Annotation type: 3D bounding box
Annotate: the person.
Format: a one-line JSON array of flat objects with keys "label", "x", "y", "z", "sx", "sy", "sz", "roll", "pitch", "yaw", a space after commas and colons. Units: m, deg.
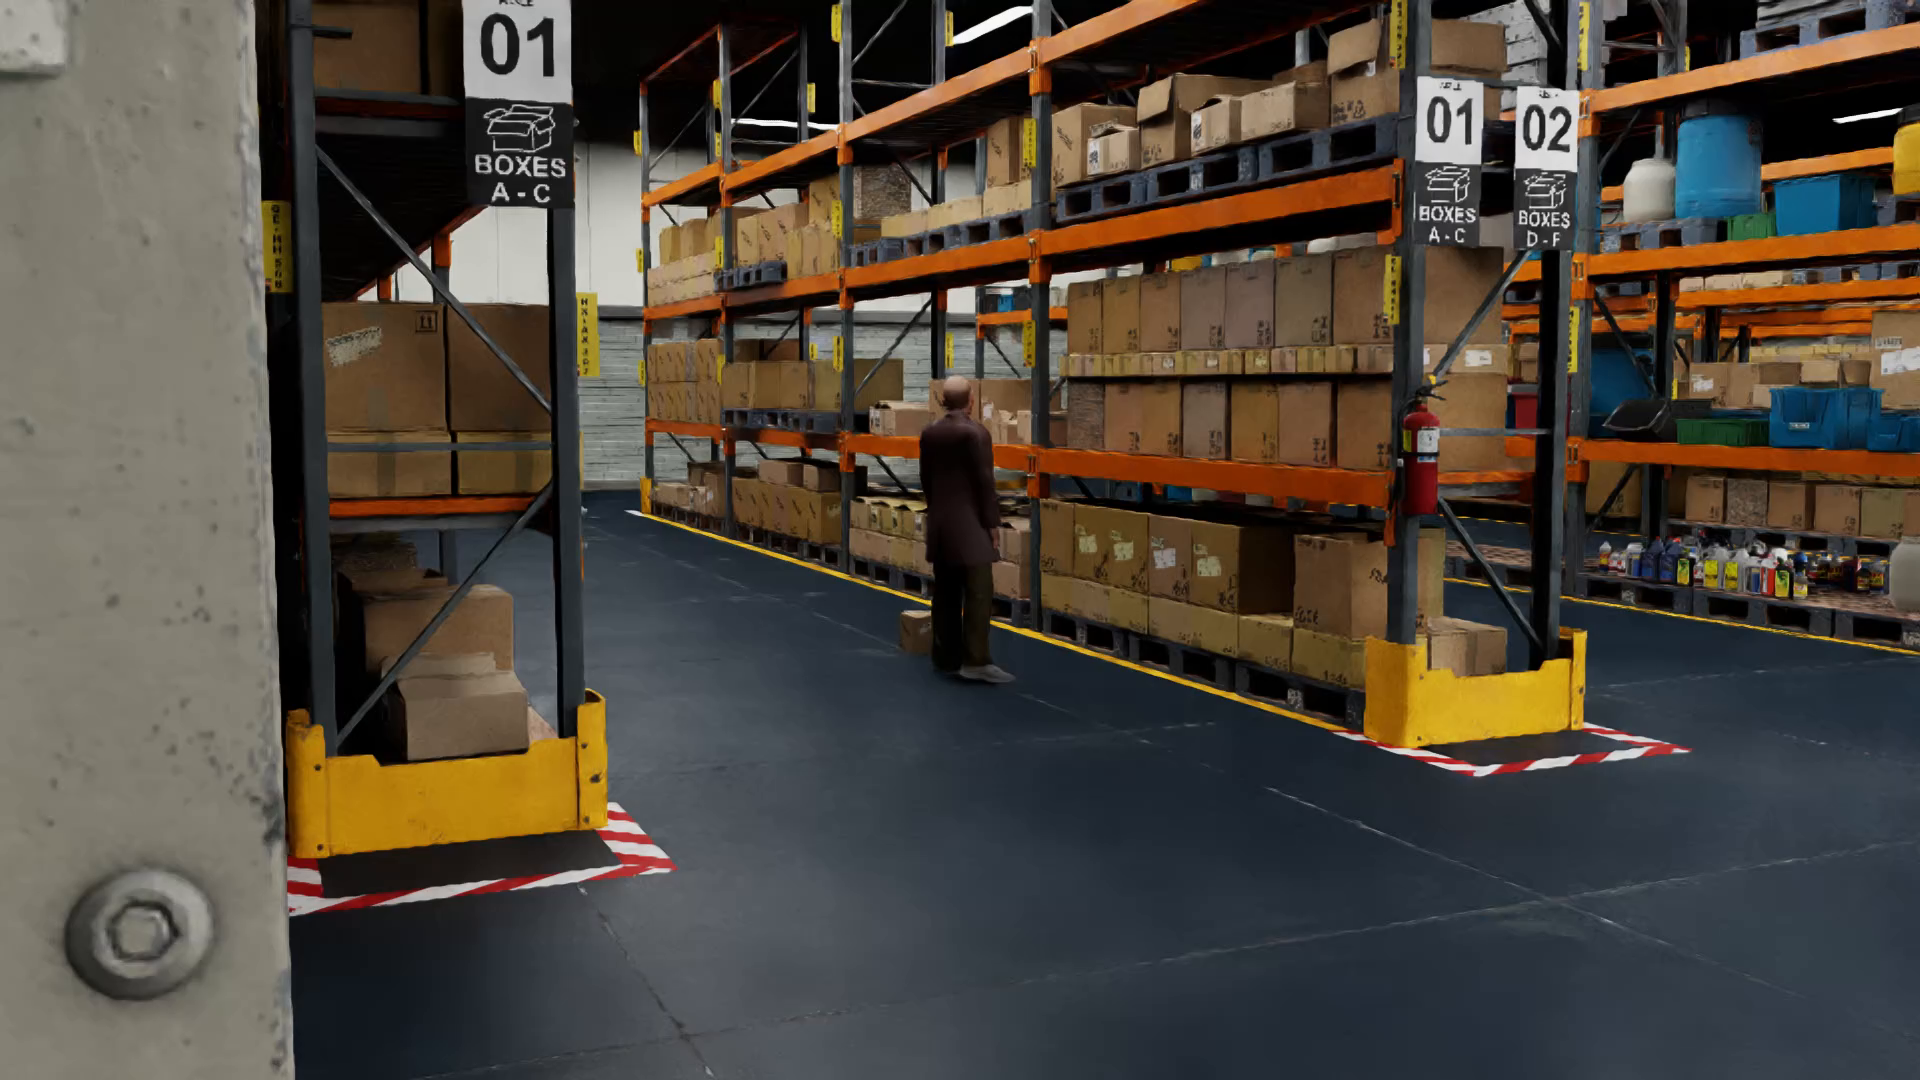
[{"label": "person", "x": 0.035, "y": -0.047, "z": 9.879, "sx": 0.432, "sy": 1.794, "sz": 0.631, "roll": -5, "pitch": 7, "yaw": -42}]
